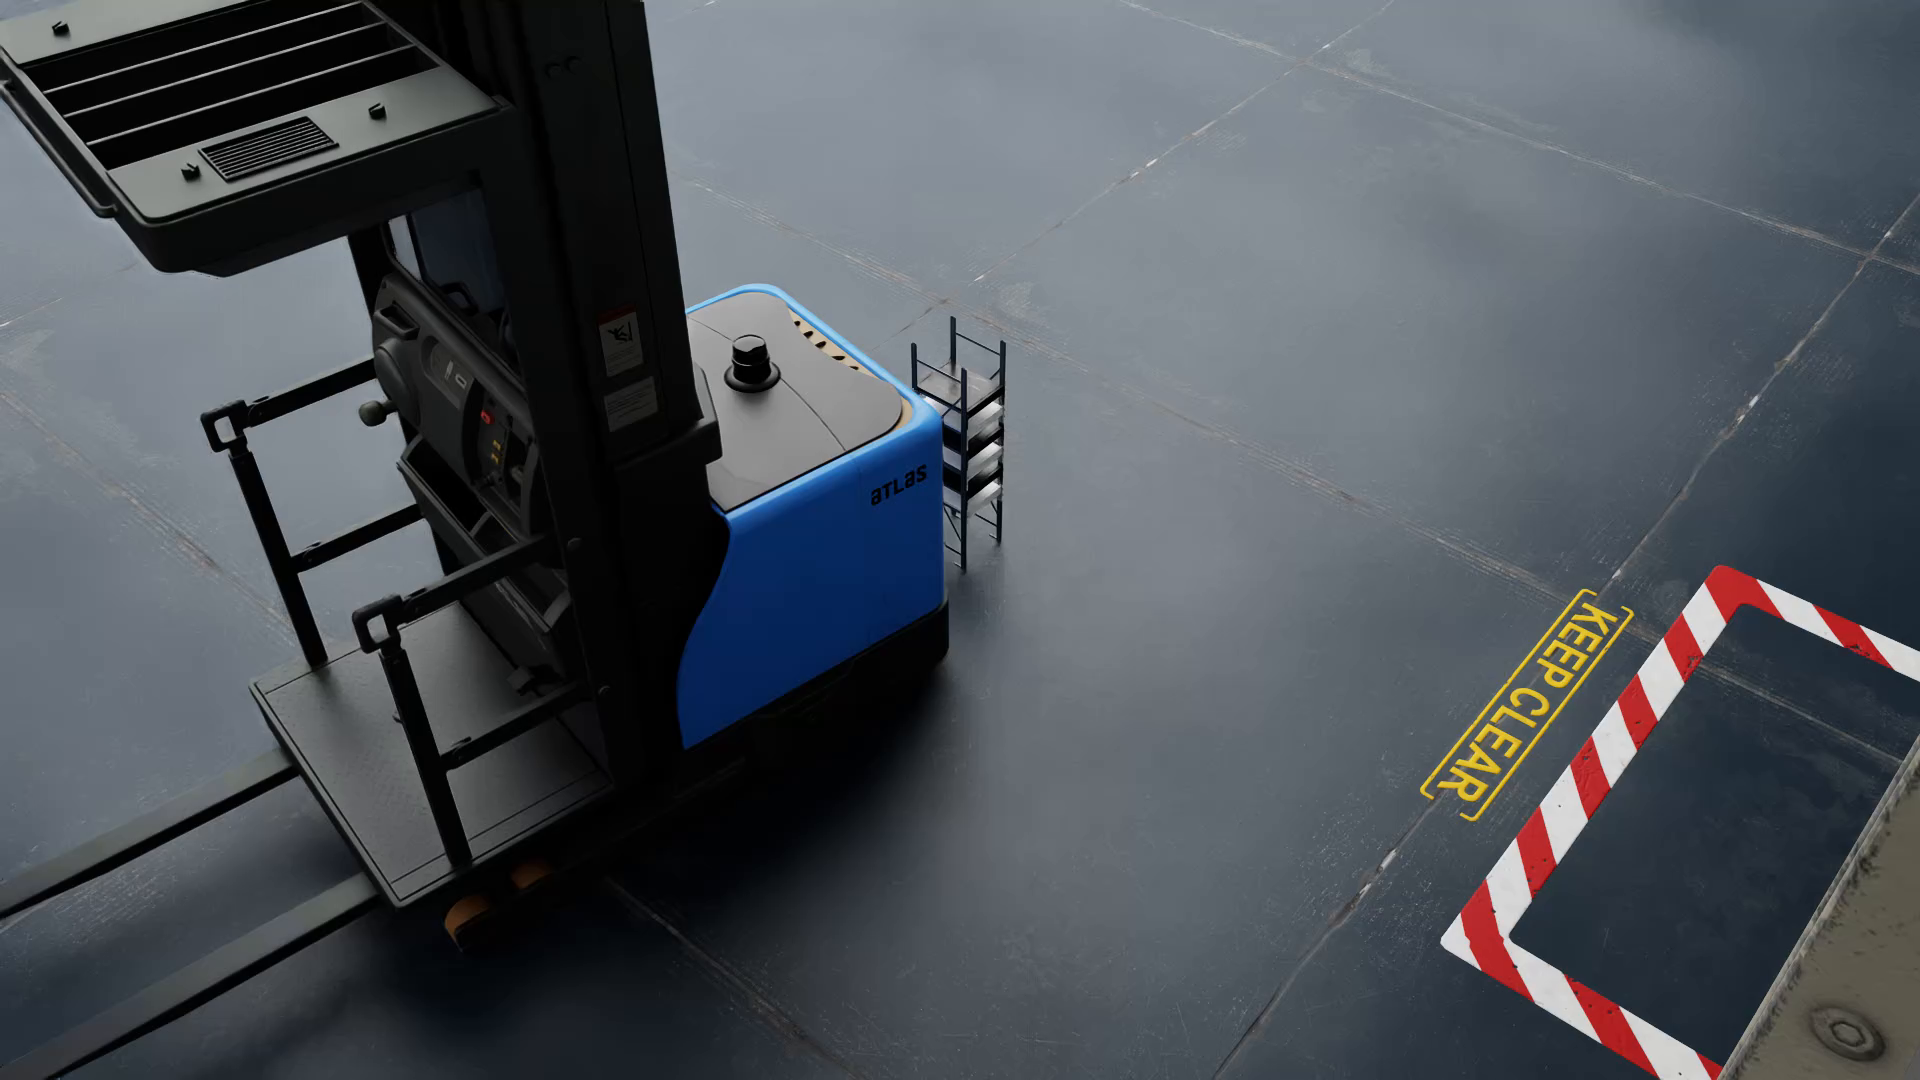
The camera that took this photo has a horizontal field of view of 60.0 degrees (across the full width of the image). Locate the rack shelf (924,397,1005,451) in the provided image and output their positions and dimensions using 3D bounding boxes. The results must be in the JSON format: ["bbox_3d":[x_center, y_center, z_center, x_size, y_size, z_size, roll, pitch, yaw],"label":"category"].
[{"bbox_3d":[-0.005,-0.437,5.765,0.258,0.077,0.200,29,50,28],"label":"rack shelf"}]

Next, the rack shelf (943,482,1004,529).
[{"bbox_3d":[-0.005,-0.171,6.007,0.258,0.077,0.200,29,50,28],"label":"rack shelf"}]

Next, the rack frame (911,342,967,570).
[{"bbox_3d":[-0.071,-0.276,5.806,0.240,0.900,0.006,29,50,28],"label":"rack frame"}]

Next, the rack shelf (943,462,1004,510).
[{"bbox_3d":[-0.005,-0.238,5.947,0.258,0.077,0.200,29,50,28],"label":"rack shelf"}]

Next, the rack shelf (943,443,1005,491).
[{"bbox_3d":[-0.005,-0.304,5.886,0.258,0.077,0.200,29,50,28],"label":"rack shelf"}]

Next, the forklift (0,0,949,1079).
[{"bbox_3d":[-1.503,-0.296,4.318,3.031,2.935,1.130,-28,49,-28],"label":"forklift"}]

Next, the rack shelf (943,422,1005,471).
[{"bbox_3d":[-0.005,-0.371,5.826,0.258,0.077,0.200,29,50,28],"label":"rack shelf"}]

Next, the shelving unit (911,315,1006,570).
[{"bbox_3d":[-0.005,-0.329,5.864,0.258,0.900,0.210,29,50,28],"label":"shelving unit"}]

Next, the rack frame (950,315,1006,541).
[{"bbox_3d":[0.060,-0.381,5.921,0.240,0.900,0.006,29,50,28],"label":"rack frame"}]

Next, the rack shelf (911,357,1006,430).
[{"bbox_3d":[-0.005,-0.504,5.705,0.258,0.077,0.200,29,50,28],"label":"rack shelf"}]
